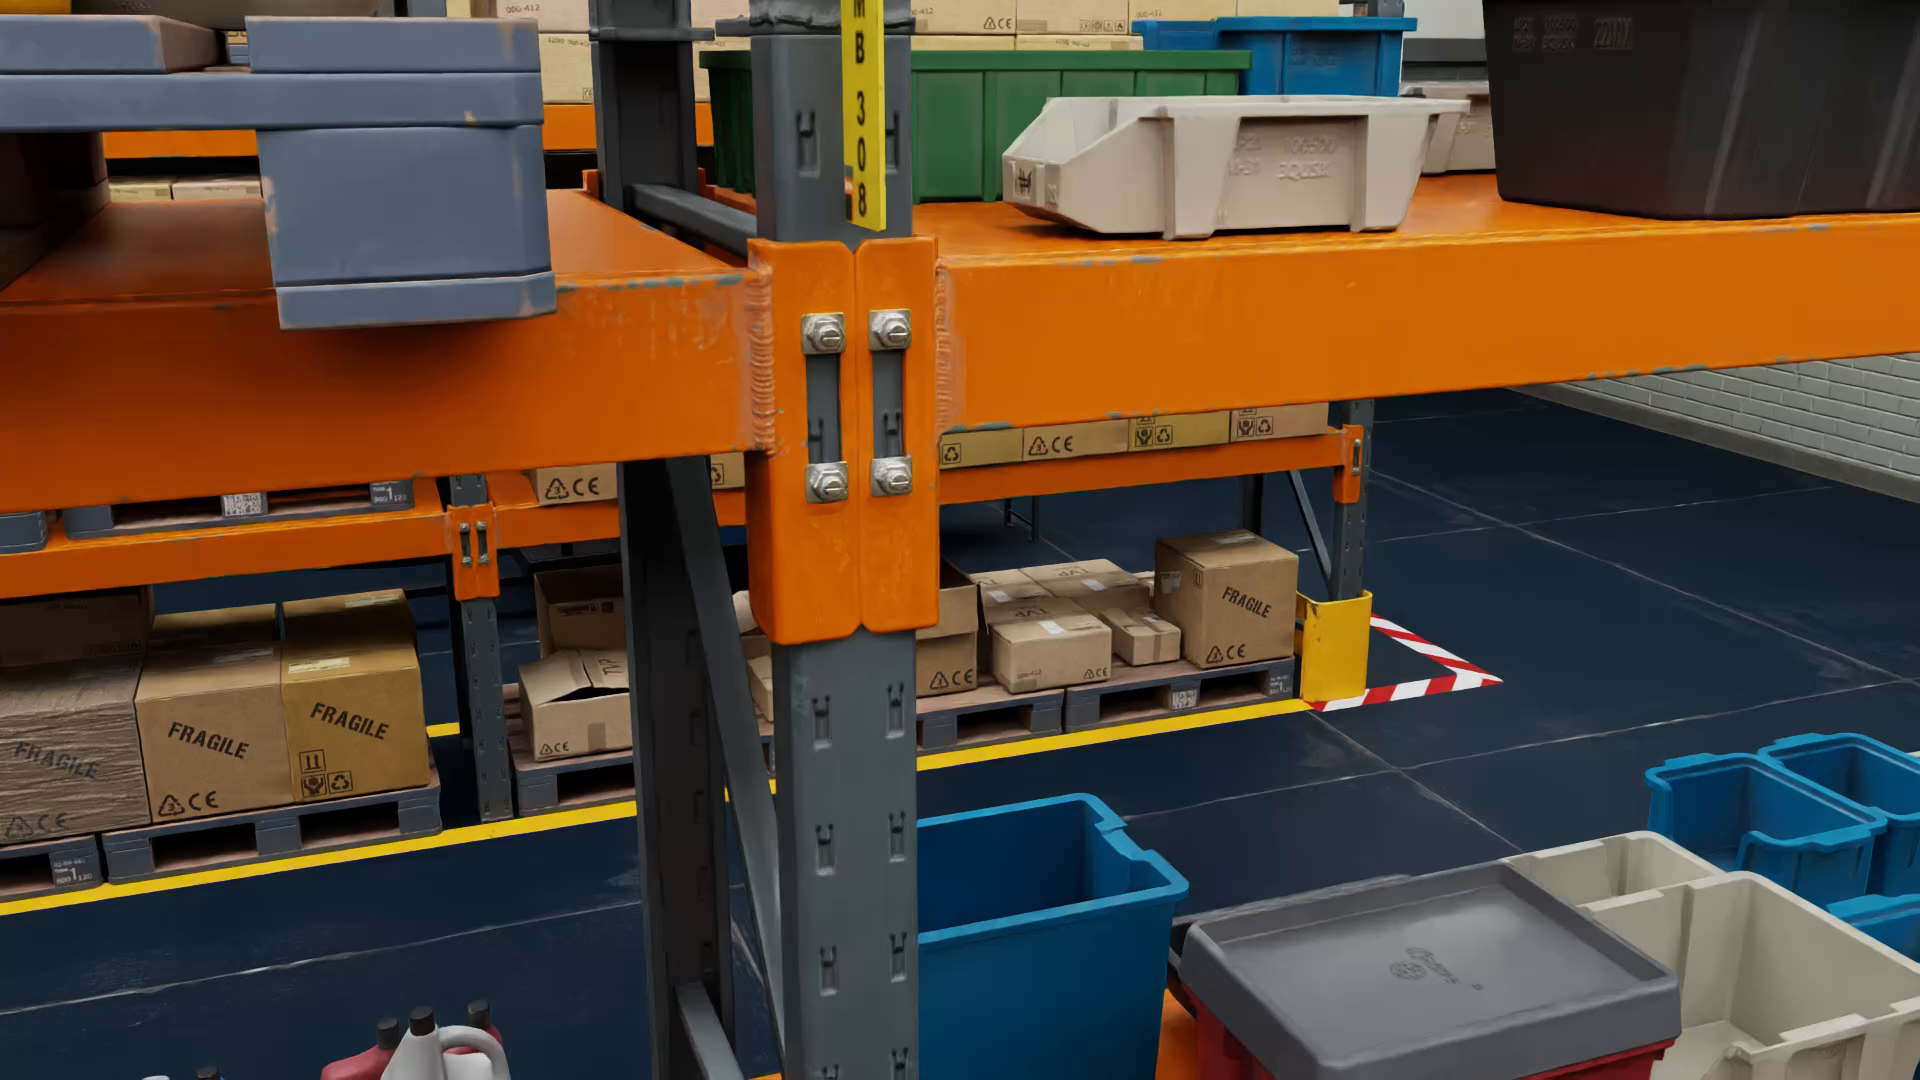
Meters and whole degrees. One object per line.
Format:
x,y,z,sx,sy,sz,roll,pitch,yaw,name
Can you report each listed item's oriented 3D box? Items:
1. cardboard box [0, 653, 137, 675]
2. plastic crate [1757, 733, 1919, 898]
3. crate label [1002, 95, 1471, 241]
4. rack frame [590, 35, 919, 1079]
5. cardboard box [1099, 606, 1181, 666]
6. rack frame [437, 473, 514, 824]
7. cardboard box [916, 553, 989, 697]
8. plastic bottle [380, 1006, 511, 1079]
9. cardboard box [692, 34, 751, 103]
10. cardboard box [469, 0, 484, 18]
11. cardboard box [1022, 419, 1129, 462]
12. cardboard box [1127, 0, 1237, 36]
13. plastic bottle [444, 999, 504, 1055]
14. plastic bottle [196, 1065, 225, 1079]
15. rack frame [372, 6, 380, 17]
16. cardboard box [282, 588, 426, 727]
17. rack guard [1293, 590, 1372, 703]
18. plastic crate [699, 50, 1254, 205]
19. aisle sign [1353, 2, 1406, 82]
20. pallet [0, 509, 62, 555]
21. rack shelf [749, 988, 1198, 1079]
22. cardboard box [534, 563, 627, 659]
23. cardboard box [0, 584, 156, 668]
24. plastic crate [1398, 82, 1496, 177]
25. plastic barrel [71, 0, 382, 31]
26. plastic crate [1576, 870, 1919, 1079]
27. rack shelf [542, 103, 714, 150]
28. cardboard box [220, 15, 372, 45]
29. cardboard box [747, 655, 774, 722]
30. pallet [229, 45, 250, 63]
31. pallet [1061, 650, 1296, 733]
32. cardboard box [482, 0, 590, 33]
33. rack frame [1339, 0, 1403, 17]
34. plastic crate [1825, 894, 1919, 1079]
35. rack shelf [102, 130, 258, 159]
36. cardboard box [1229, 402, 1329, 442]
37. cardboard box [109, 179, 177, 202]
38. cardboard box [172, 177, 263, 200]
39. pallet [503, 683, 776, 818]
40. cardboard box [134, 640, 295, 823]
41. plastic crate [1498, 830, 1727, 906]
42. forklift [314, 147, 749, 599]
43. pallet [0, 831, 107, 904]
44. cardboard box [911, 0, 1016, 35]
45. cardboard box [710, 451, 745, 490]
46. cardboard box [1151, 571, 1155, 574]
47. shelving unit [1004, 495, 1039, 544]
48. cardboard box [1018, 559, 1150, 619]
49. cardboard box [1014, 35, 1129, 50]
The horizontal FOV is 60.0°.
-3.548,0.647,6.728,0.500,0.500,0.500,-6,17,-19,cardboard box
1.880,0.592,3.451,0.300,0.233,0.416,-6,17,-20,plastic crate
0.283,-0.414,1.828,0.466,0.136,0.293,-6,17,-20,crate label
-0.277,0.872,2.304,0.127,3.000,1.000,-6,17,-20,rack frame
0.859,0.451,7.988,0.250,0.166,0.380,-6,17,-20,cardboard box
-2.046,-0.431,6.743,0.127,3.000,1.000,-6,17,-20,rack frame
-0.293,0.365,7.683,0.637,0.503,0.797,-6,17,-20,cardboard box
-0.759,0.850,2.467,0.185,0.351,0.144,-6,17,-20,plastic bottle
-1.035,-1.832,6.455,0.500,0.250,0.500,-6,17,-20,cardboard box
-1.689,-2.159,6.681,0.500,0.250,0.500,-6,17,-20,cardboard box
0.417,-0.664,7.357,0.500,0.500,0.500,-6,17,-20,cardboard box
0.834,-2.272,7.068,0.500,0.250,0.500,-6,17,-20,cardboard box
-0.772,0.853,2.577,0.133,0.283,0.061,-6,17,-20,plastic bottle
-1.089,0.899,2.443,0.097,0.271,0.097,0,16,0,plastic bottle
-3.822,-4.613,10.335,0.127,3.000,1.000,-6,17,-20,rack frame
-2.585,0.542,7.086,0.500,0.500,0.500,-7,18,-23,cardboard box
1.618,0.372,8.443,0.348,0.500,1.175,-6,17,-20,rack guard
0.011,-0.587,2.327,0.662,0.188,0.450,-6,17,-20,plastic crate
1.863,-2.008,7.499,0.004,0.787,0.394,-6,17,-20,aisle sign
-3.967,-0.133,6.069,1.213,0.211,1.003,-6,17,-20,pallet
1.591,1.016,3.092,4.000,0.370,1.077,-6,17,-20,rack shelf
-1.615,0.425,7.483,0.500,0.500,0.500,-6,17,-20,cardboard box
-3.519,0.283,6.637,0.500,0.250,0.500,-6,17,-20,cardboard box
0.775,-0.669,2.696,0.466,0.136,0.293,-6,17,-20,plastic crate
-0.858,-0.846,1.847,0.433,0.535,0.433,0,16,0,plastic barrel
1.215,0.795,2.671,0.530,0.282,0.437,-6,17,-20,plastic crate
-0.178,-1.727,7.109,4.000,0.370,1.077,-6,17,-20,rack shelf
-2.543,-2.137,6.126,0.600,0.600,0.600,-8,18,-25,cardboard box
-0.772,0.642,7.337,0.250,0.166,0.380,-6,17,-20,cardboard box
-2.680,-1.733,6.186,1.003,0.211,1.213,-6,17,-20,pallet
0.874,0.592,8.209,1.213,0.211,1.003,-6,17,-20,pallet
-1.503,-2.022,6.216,0.500,0.250,0.500,-6,17,-20,cardboard box
1.689,-3.713,7.271,0.127,3.000,1.000,-6,17,-20,rack frame
1.632,0.795,2.758,0.300,0.233,0.416,-6,17,-20,plastic crate
-3.913,-1.324,5.735,4.000,0.370,1.077,-6,17,-20,rack shelf
1.368,-0.766,7.705,0.500,0.500,0.500,-6,17,-18,cardboard box
-5.124,-2.080,10.284,0.500,0.250,0.500,-6,17,-19,cardboard box
-4.647,-2.131,10.459,0.500,0.250,0.500,-6,17,-19,cardboard box
-1.404,0.838,7.371,1.213,0.211,1.003,-6,17,-20,pallet
-2.869,0.730,6.445,0.500,0.500,0.500,-6,17,-20,cardboard box
1.242,0.715,3.200,0.466,0.136,0.293,-6,17,-20,plastic crate
-2.100,-1.137,9.267,3.031,2.935,1.130,-7,18,-23,forklift
-3.933,1.123,6.400,1.213,0.211,1.003,-6,17,-20,pallet
-0.099,-2.171,6.722,0.500,0.250,0.500,-6,17,-20,cardboard box
-0.995,-0.511,6.839,0.500,0.500,0.500,-6,17,-19,cardboard box
1.175,0.274,8.620,0.250,0.149,0.380,-6,17,-20,cardboard box
-0.080,-0.711,10.358,1.048,1.500,0.538,-6,17,-20,shelving unit
0.613,0.304,8.338,0.500,0.250,0.500,-6,17,-20,cardboard box
0.371,-1.979,6.957,0.500,0.250,0.500,-6,17,-20,cardboard box
